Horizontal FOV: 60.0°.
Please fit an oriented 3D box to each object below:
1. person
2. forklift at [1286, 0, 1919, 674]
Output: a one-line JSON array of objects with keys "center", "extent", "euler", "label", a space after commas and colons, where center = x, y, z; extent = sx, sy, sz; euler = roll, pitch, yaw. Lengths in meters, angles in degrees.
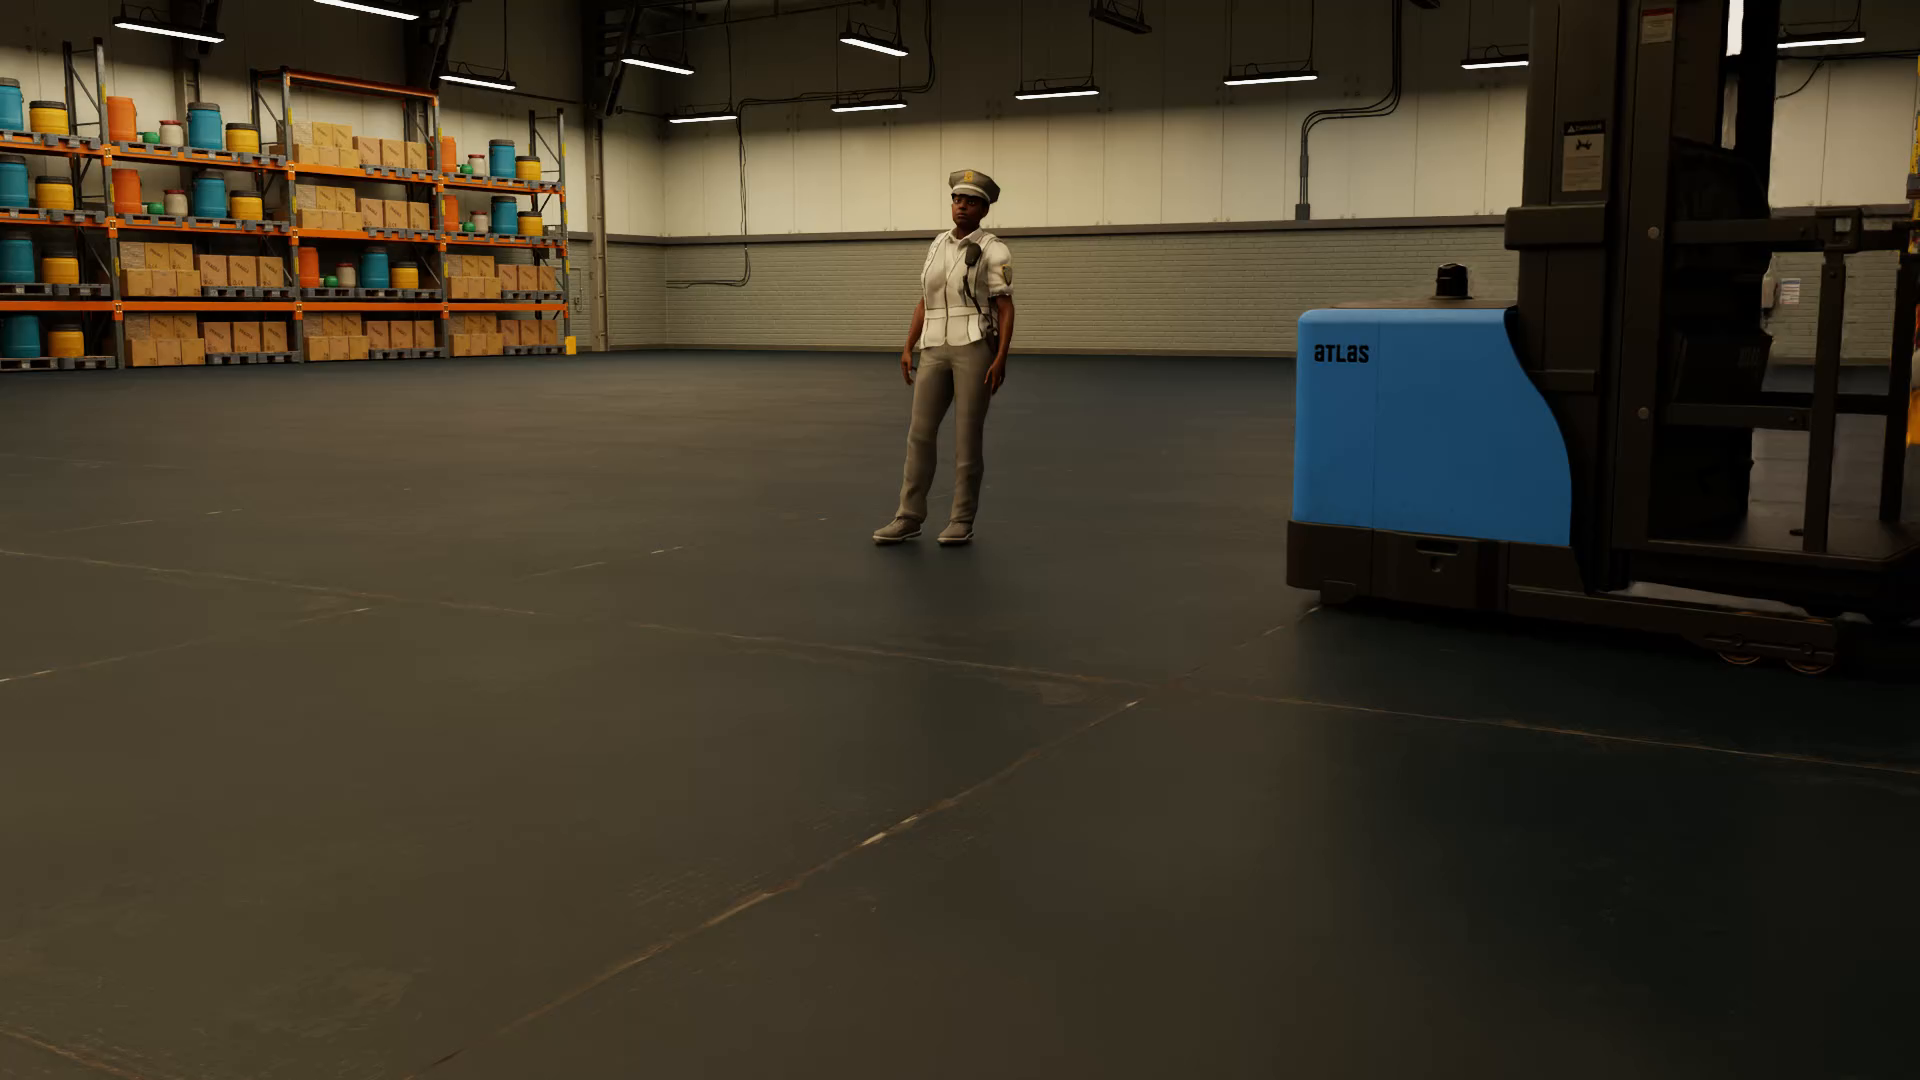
[{"center": [-0.053, -0.839, 7.641], "extent": [0.570, 1.697, 0.528], "euler": [4, 9, 29], "label": "person"}, {"center": [2.648, -1.135, 5.316], "extent": [3.031, 2.935, 1.130], "euler": [7, 10, 40], "label": "forklift"}]
